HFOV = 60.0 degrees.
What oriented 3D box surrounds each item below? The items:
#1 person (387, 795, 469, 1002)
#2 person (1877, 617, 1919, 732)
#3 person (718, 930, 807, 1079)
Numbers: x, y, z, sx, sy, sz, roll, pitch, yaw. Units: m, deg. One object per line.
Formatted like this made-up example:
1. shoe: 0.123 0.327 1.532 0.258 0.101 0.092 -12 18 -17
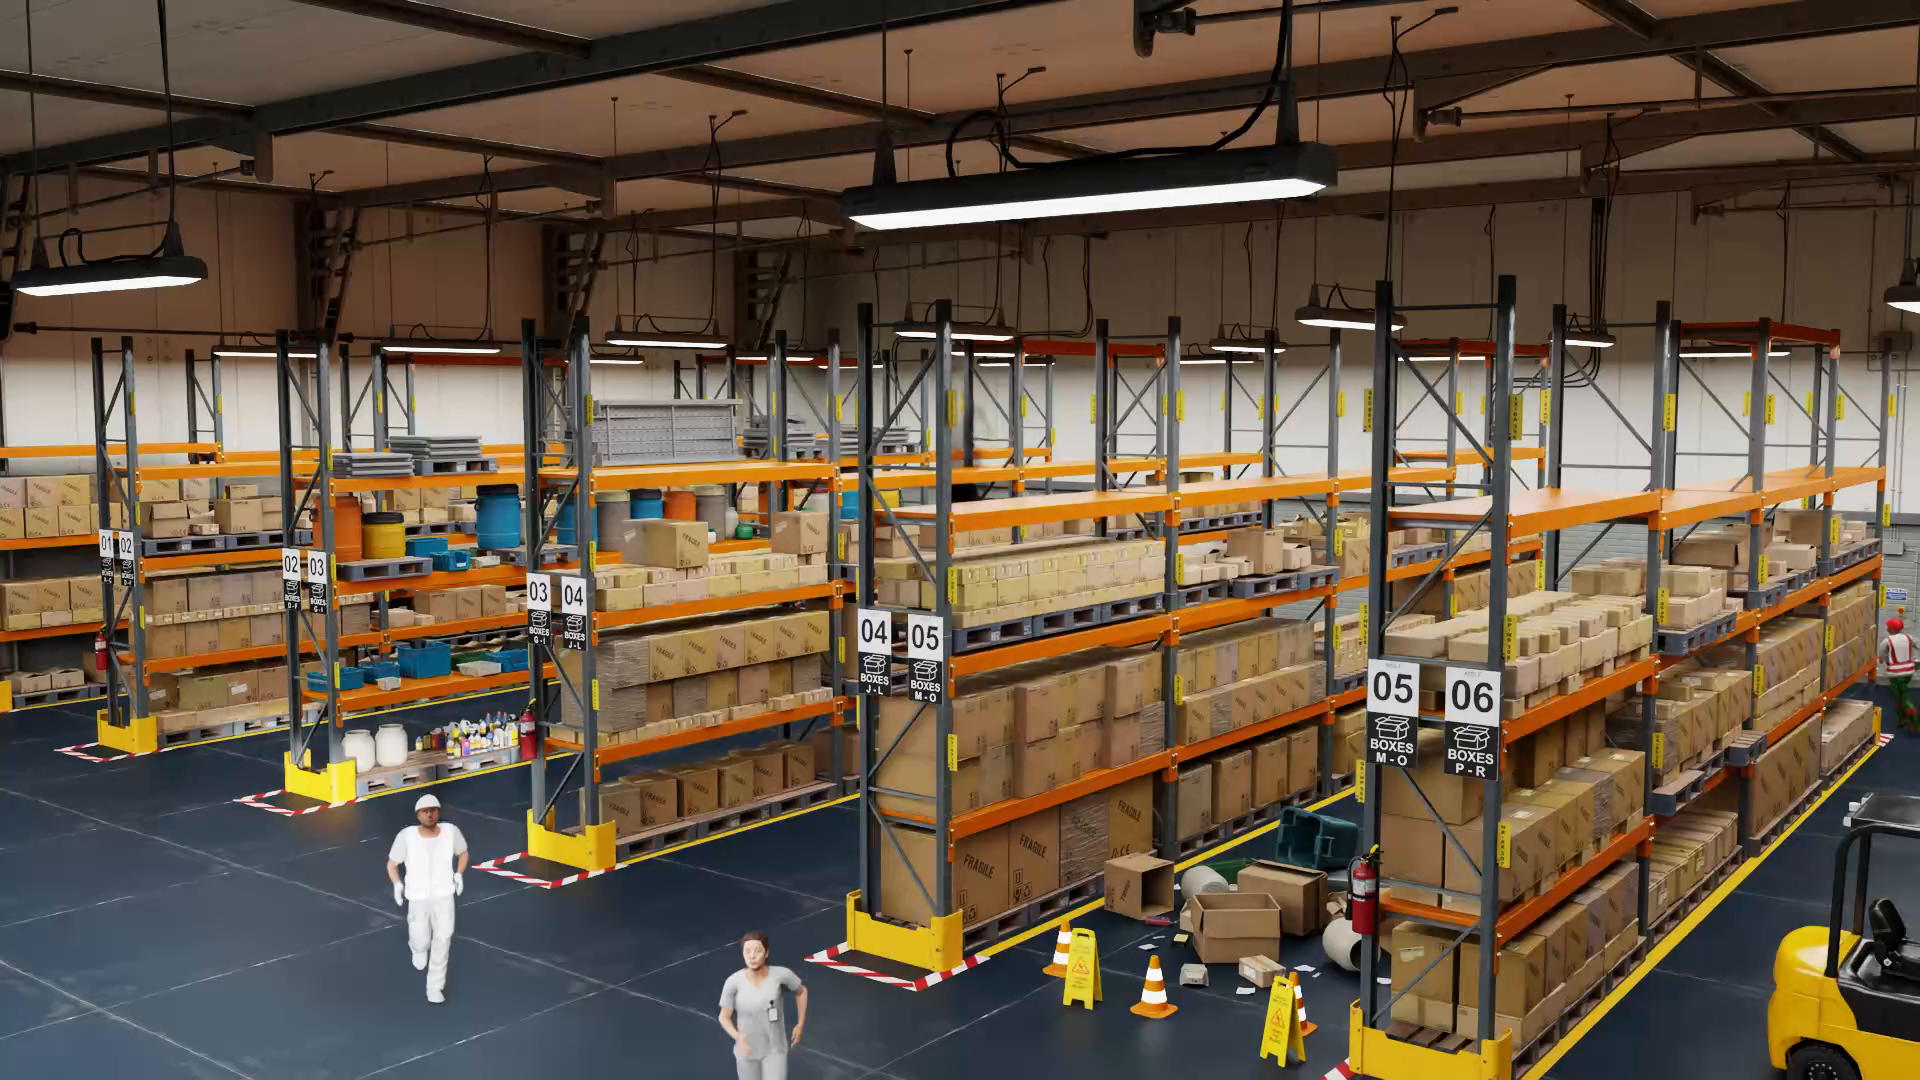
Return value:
1. person: -4.576 3.055 14.370 0.684 1.747 0.710 -2 5 -24
2. person: 14.348 2.080 25.402 0.668 1.803 0.733 -1 5 -12
3. person: -1.300 3.405 10.965 0.574 1.632 0.668 0 5 -3
